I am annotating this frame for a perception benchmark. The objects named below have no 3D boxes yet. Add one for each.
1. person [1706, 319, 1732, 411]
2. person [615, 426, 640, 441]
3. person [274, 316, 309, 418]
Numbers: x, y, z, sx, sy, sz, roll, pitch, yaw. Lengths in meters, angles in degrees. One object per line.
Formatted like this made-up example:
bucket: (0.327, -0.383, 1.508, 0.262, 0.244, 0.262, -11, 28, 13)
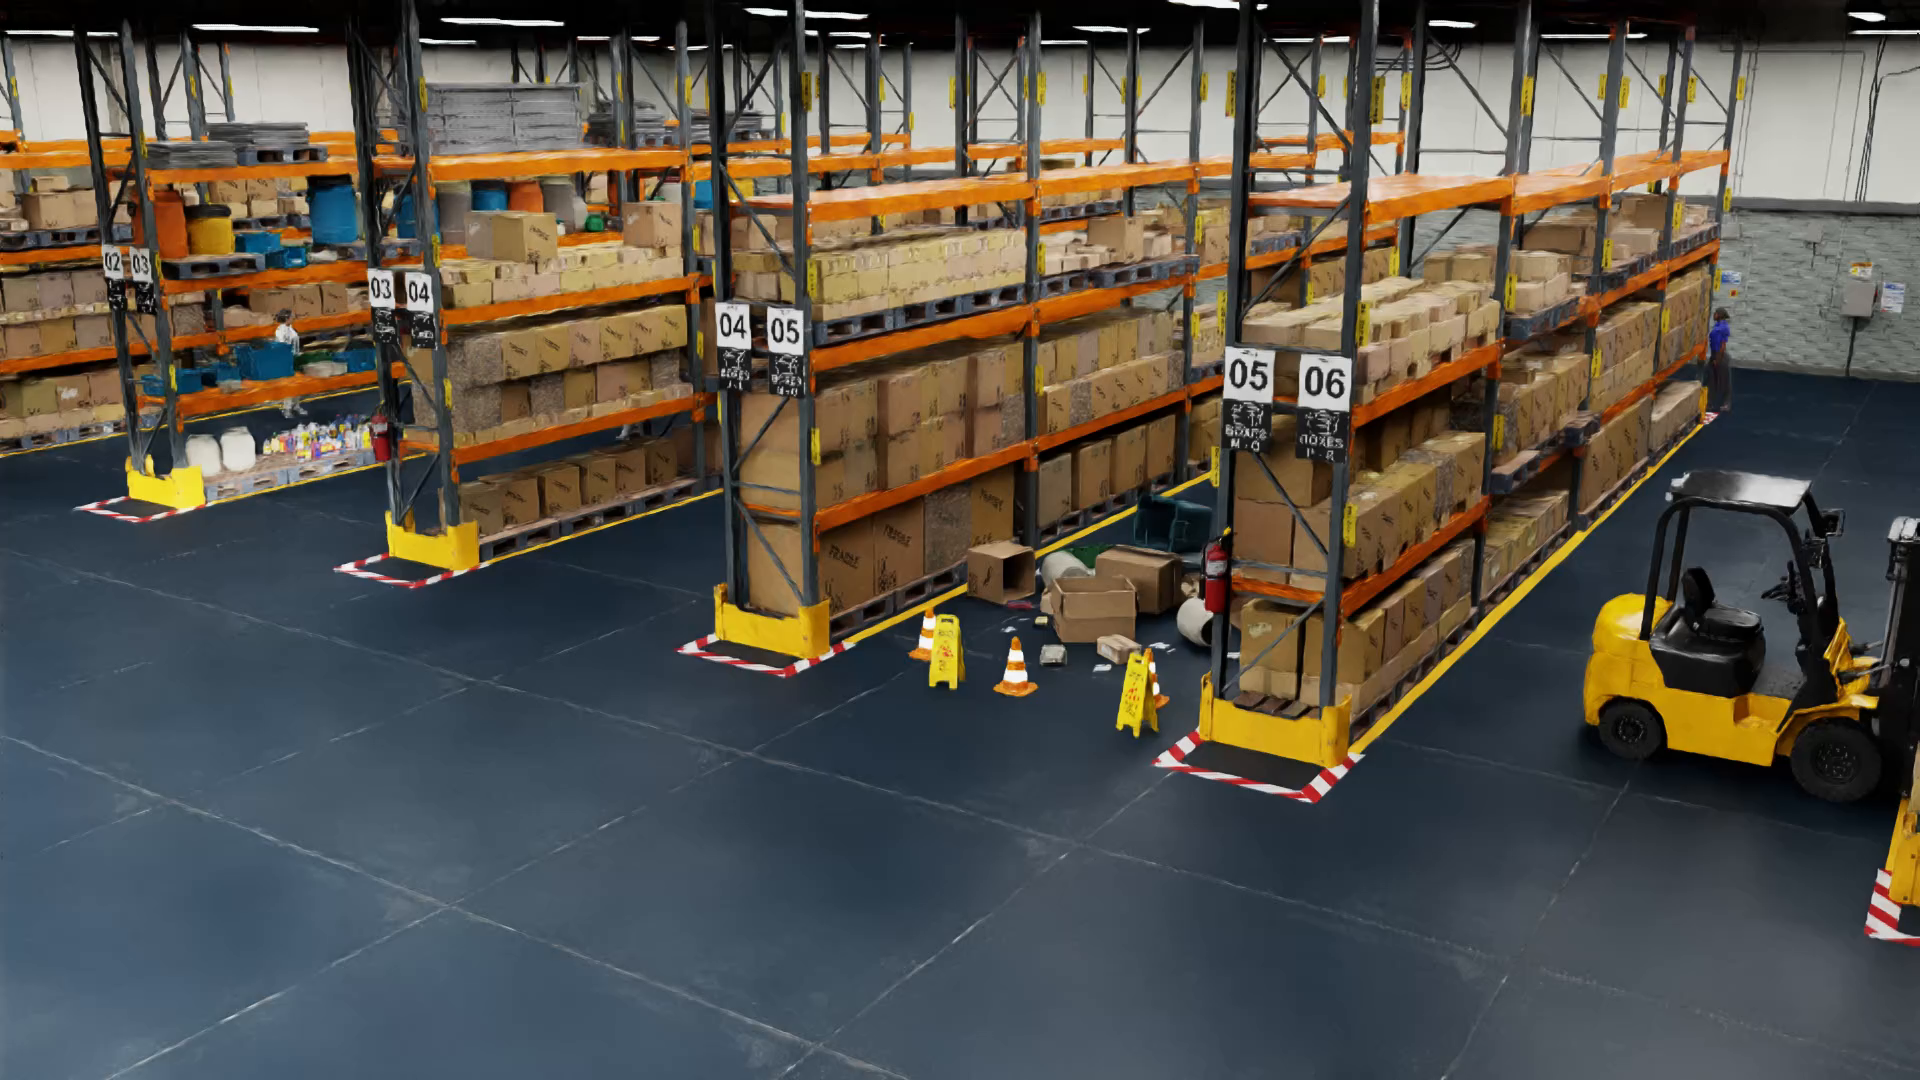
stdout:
person: (12.132, -2.797, 26.582, 0.522, 1.456, 0.447, 1, 16, 4)
person: (-4.923, -2.306, 24.432, 0.448, 1.617, 0.953, 7, 17, 24)
person: (-10.522, -2.765, 26.149, 0.362, 1.712, 0.538, 2, 16, 5)
